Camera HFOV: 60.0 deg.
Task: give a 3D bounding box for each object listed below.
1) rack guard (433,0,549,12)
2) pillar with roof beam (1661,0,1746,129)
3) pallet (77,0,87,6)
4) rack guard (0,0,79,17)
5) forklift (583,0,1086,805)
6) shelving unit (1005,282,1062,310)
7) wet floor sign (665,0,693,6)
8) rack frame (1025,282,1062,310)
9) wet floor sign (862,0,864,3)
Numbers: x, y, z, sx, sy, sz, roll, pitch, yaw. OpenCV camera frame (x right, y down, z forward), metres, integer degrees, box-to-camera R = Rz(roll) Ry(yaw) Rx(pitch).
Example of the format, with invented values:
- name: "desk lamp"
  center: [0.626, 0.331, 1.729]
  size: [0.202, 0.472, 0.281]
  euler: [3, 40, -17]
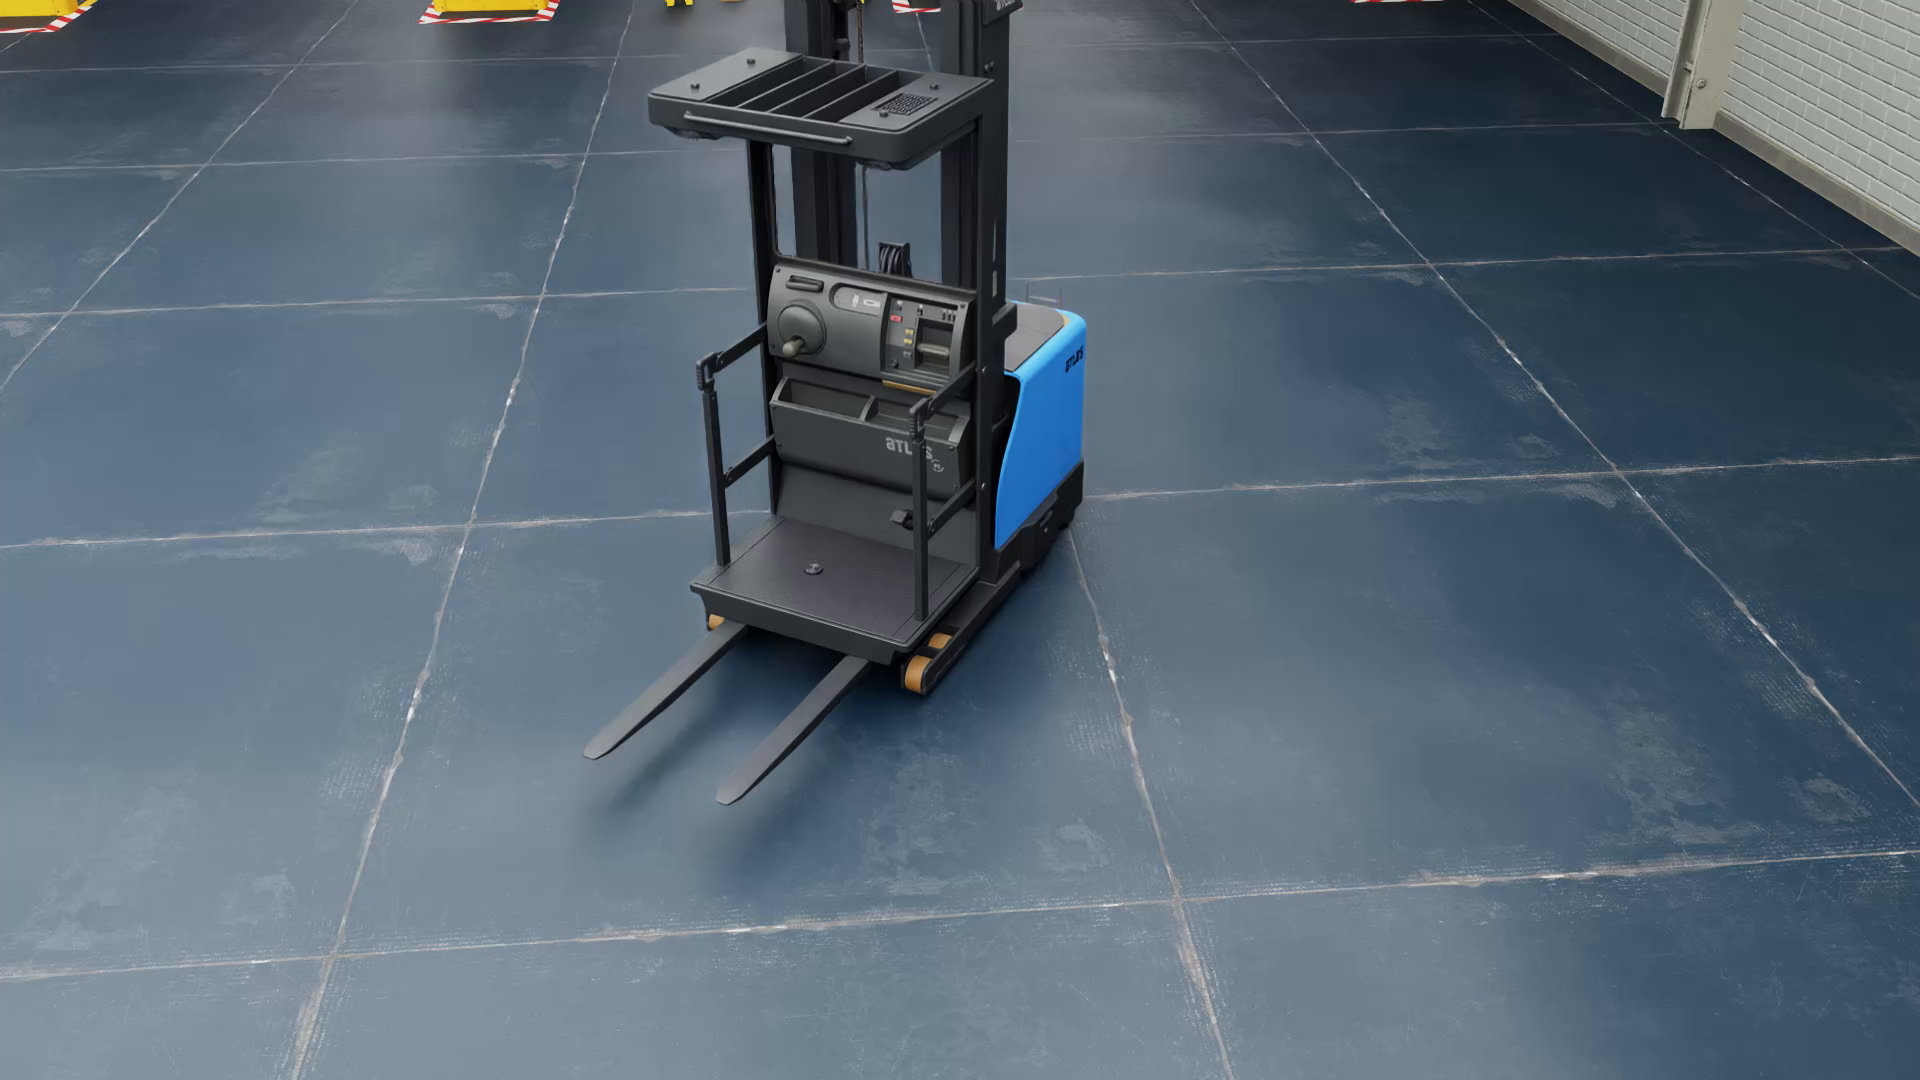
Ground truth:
- name: "rack guard"
  center: [-5.009, -5.924, 17.681]
  size: [1.175, 0.500, 0.348]
  euler: [-3, 31, -5]
- name: "pillar with roof beam"
  center: [1.956, -7.243, 11.600]
  size: [9.100, 9.000, 0.400]
  euler: [-3, 31, -5]
- name: "pallet"
  center: [-10.007, -6.082, 18.226]
  size: [1.003, 0.211, 1.213]
  euler: [-3, 31, -5]
- name: "rack guard"
  center: [-9.966, -5.789, 17.455]
  size: [1.175, 0.500, 0.348]
  euler: [-3, 31, -5]
- name: "forklift"
  center: [-0.487, -0.855, 6.823]
  size: [1.130, 2.935, 3.031]
  euler: [14, 34, 22]
- name: "shelving unit"
  center: [0.366, -0.772, 8.519]
  size: [0.215, 1.050, 0.252]
  euler: [14, 34, 22]
- name: "wet floor sign"
  center: [-3.037, -6.079, 17.798]
  size: [0.267, 0.644, 0.232]
  euler: [-8, 32, -13]
- name: "rack frame"
  center: [0.420, -0.828, 8.612]
  size: [0.200, 1.050, 0.008]
  euler: [14, 34, 22]
- name: "wet floor sign"
  center: [-1.140, -6.139, 17.899]
  size: [0.267, 0.644, 0.232]
  euler: [8, 32, 13]
